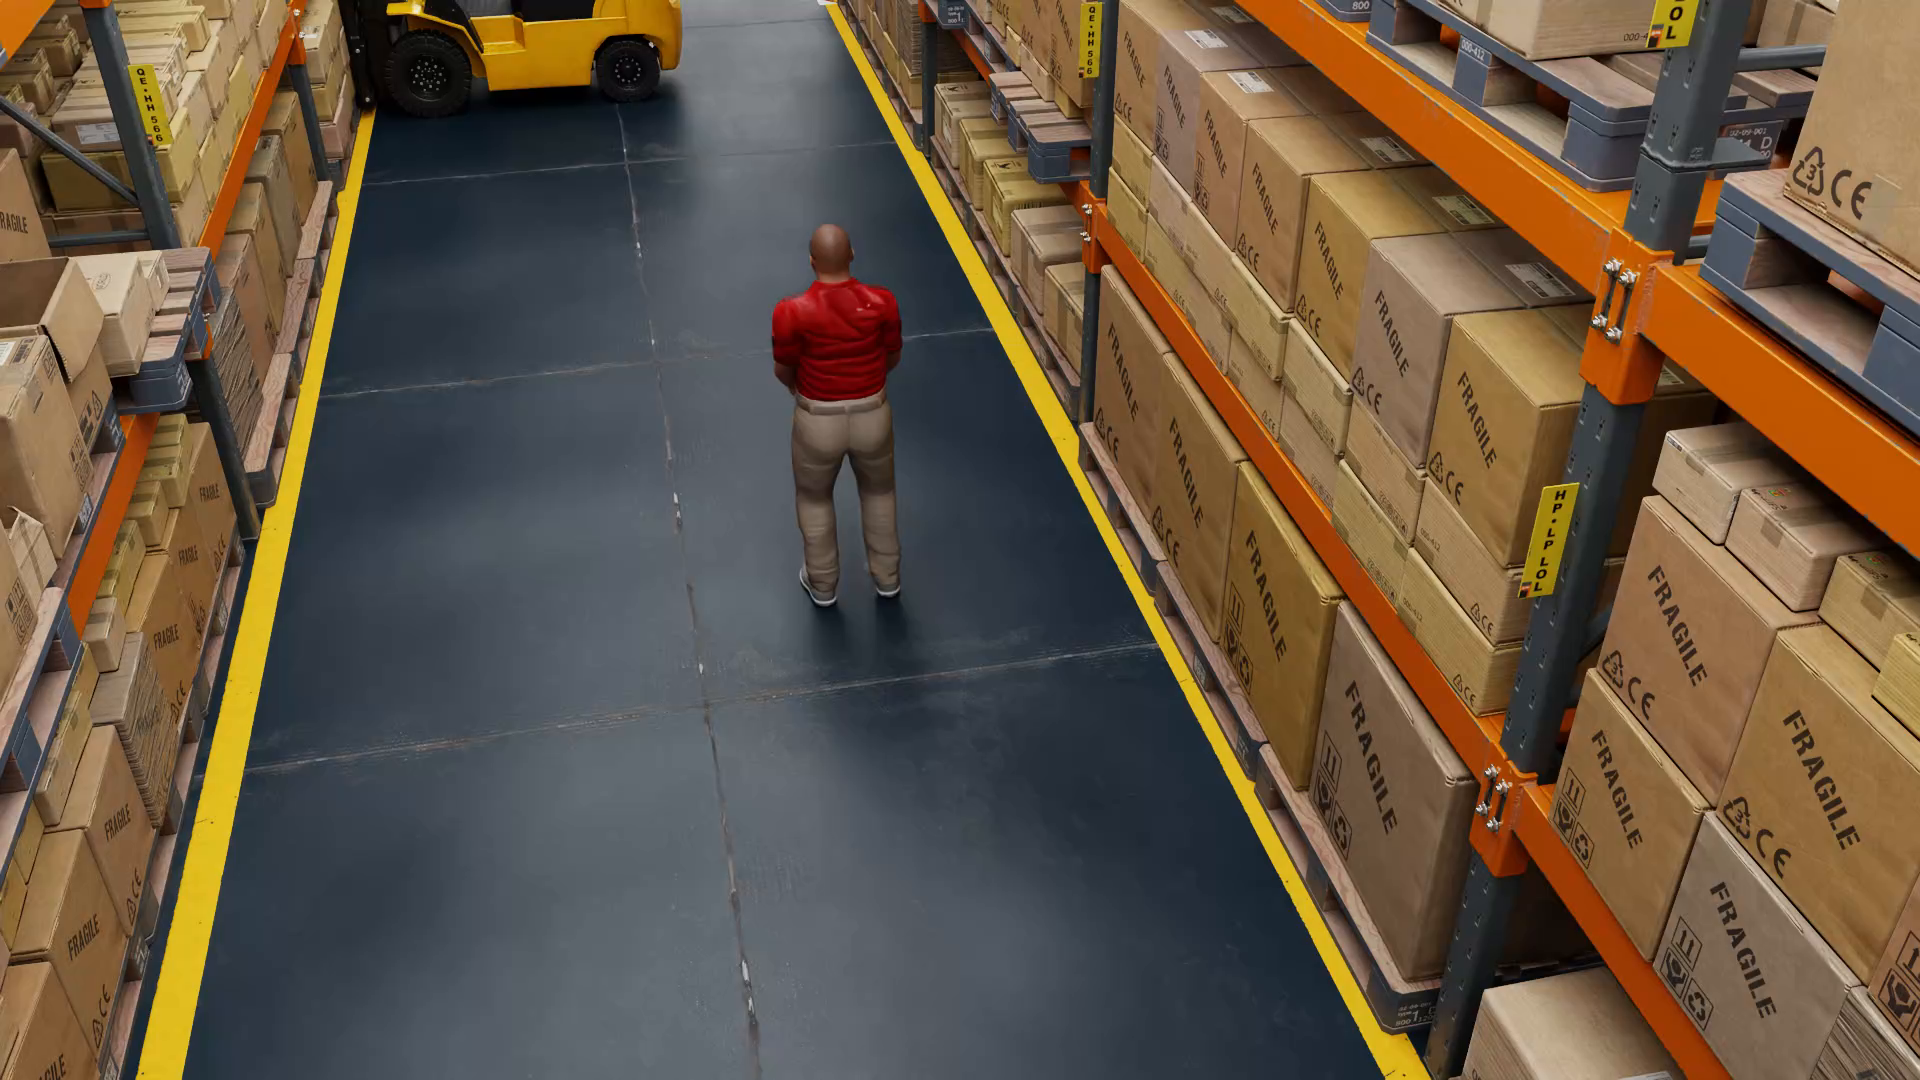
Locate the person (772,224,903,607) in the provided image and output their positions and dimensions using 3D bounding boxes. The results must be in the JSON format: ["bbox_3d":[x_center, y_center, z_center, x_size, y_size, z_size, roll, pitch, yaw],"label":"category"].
[{"bbox_3d":[-0.510,-0.535,6.939,0.527,1.732,0.496,-8,35,-11],"label":"person"}]
